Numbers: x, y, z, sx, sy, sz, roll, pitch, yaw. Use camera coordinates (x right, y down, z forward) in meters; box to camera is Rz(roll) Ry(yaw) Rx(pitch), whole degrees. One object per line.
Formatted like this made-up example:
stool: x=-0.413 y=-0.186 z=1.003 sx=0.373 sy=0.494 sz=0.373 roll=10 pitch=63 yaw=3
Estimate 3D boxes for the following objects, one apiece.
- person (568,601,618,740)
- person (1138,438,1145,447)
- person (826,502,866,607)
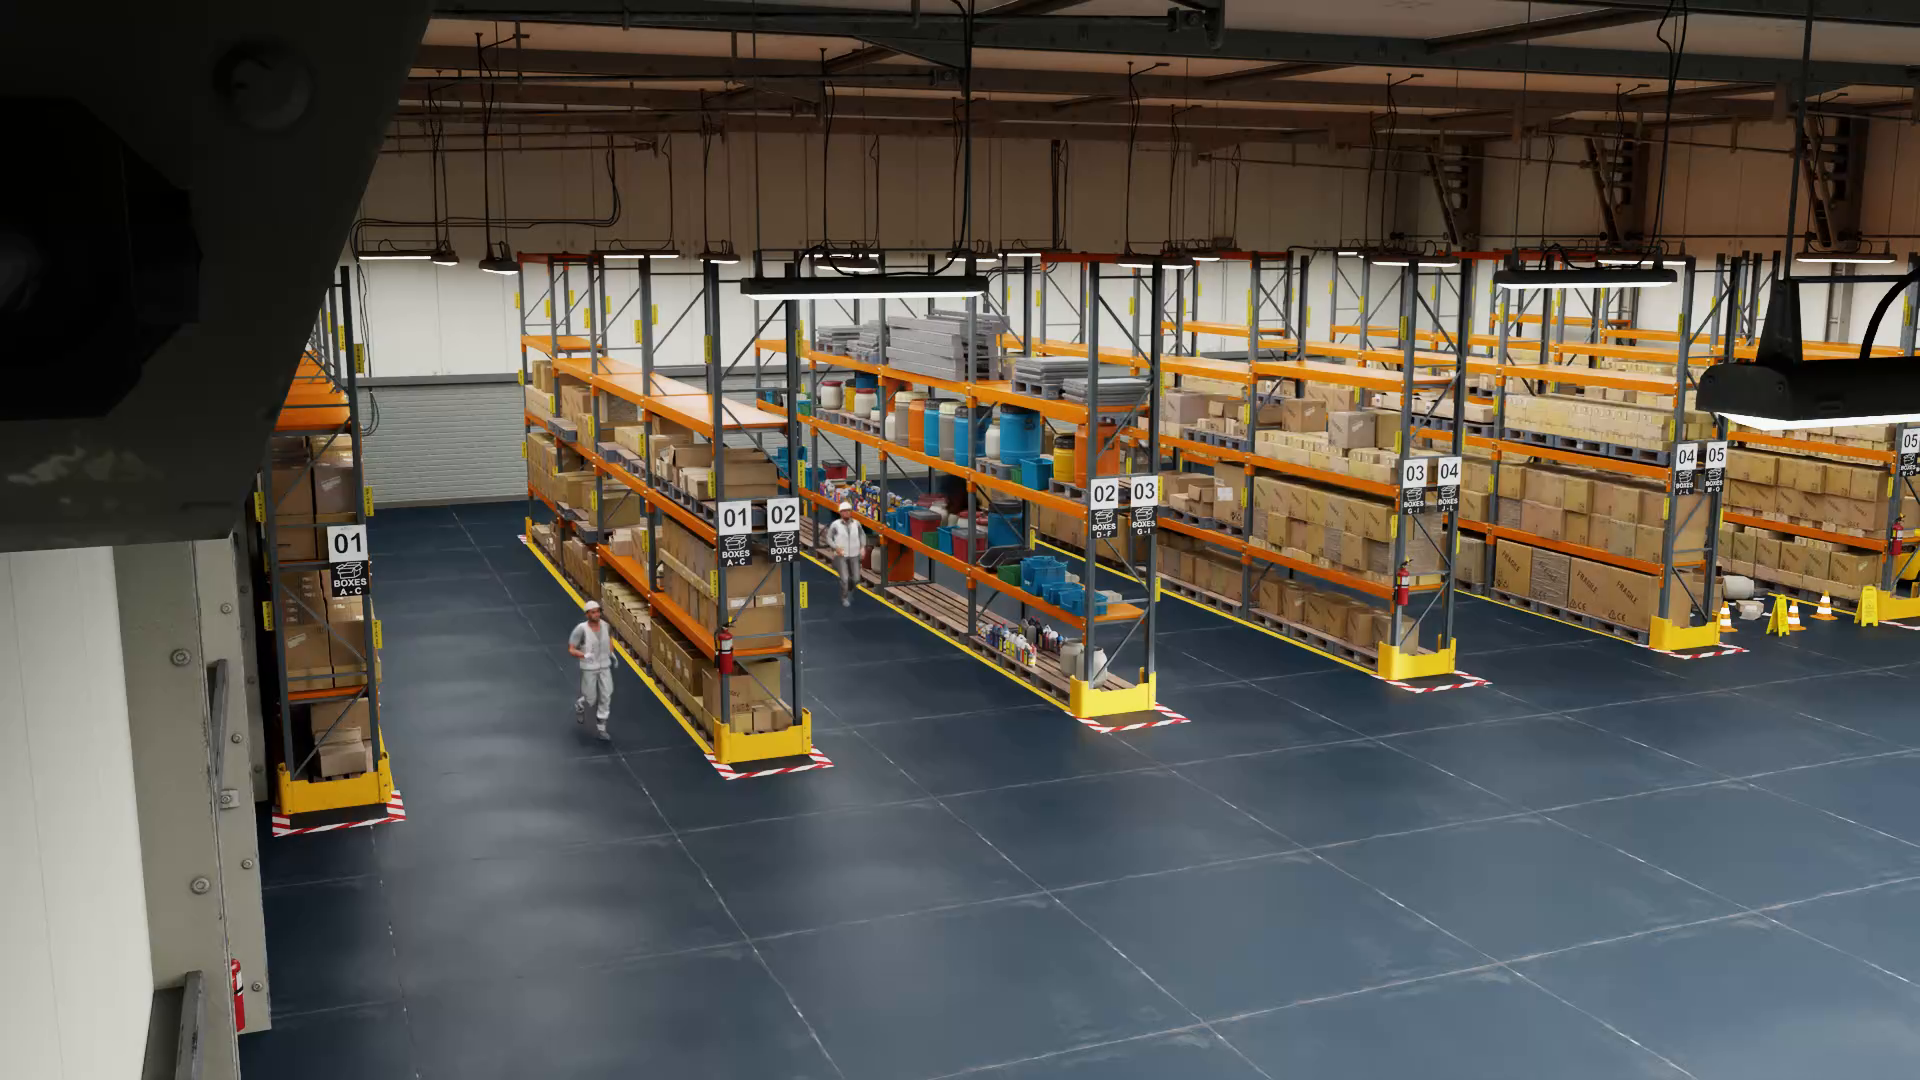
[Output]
person: x=-4.684 y=1.630 z=21.227 sx=0.663 sy=1.757 sz=0.782 roll=-8 pitch=13 yaw=-38
person: x=4.423 y=-1.889 z=41.599 sx=0.633 sy=1.440 sz=0.761 roll=-5 pitch=12 yaw=-27
person: x=-1.850 y=0.238 z=27.302 sx=0.707 sy=1.738 sz=0.557 roll=-4 pitch=11 yaw=-21
